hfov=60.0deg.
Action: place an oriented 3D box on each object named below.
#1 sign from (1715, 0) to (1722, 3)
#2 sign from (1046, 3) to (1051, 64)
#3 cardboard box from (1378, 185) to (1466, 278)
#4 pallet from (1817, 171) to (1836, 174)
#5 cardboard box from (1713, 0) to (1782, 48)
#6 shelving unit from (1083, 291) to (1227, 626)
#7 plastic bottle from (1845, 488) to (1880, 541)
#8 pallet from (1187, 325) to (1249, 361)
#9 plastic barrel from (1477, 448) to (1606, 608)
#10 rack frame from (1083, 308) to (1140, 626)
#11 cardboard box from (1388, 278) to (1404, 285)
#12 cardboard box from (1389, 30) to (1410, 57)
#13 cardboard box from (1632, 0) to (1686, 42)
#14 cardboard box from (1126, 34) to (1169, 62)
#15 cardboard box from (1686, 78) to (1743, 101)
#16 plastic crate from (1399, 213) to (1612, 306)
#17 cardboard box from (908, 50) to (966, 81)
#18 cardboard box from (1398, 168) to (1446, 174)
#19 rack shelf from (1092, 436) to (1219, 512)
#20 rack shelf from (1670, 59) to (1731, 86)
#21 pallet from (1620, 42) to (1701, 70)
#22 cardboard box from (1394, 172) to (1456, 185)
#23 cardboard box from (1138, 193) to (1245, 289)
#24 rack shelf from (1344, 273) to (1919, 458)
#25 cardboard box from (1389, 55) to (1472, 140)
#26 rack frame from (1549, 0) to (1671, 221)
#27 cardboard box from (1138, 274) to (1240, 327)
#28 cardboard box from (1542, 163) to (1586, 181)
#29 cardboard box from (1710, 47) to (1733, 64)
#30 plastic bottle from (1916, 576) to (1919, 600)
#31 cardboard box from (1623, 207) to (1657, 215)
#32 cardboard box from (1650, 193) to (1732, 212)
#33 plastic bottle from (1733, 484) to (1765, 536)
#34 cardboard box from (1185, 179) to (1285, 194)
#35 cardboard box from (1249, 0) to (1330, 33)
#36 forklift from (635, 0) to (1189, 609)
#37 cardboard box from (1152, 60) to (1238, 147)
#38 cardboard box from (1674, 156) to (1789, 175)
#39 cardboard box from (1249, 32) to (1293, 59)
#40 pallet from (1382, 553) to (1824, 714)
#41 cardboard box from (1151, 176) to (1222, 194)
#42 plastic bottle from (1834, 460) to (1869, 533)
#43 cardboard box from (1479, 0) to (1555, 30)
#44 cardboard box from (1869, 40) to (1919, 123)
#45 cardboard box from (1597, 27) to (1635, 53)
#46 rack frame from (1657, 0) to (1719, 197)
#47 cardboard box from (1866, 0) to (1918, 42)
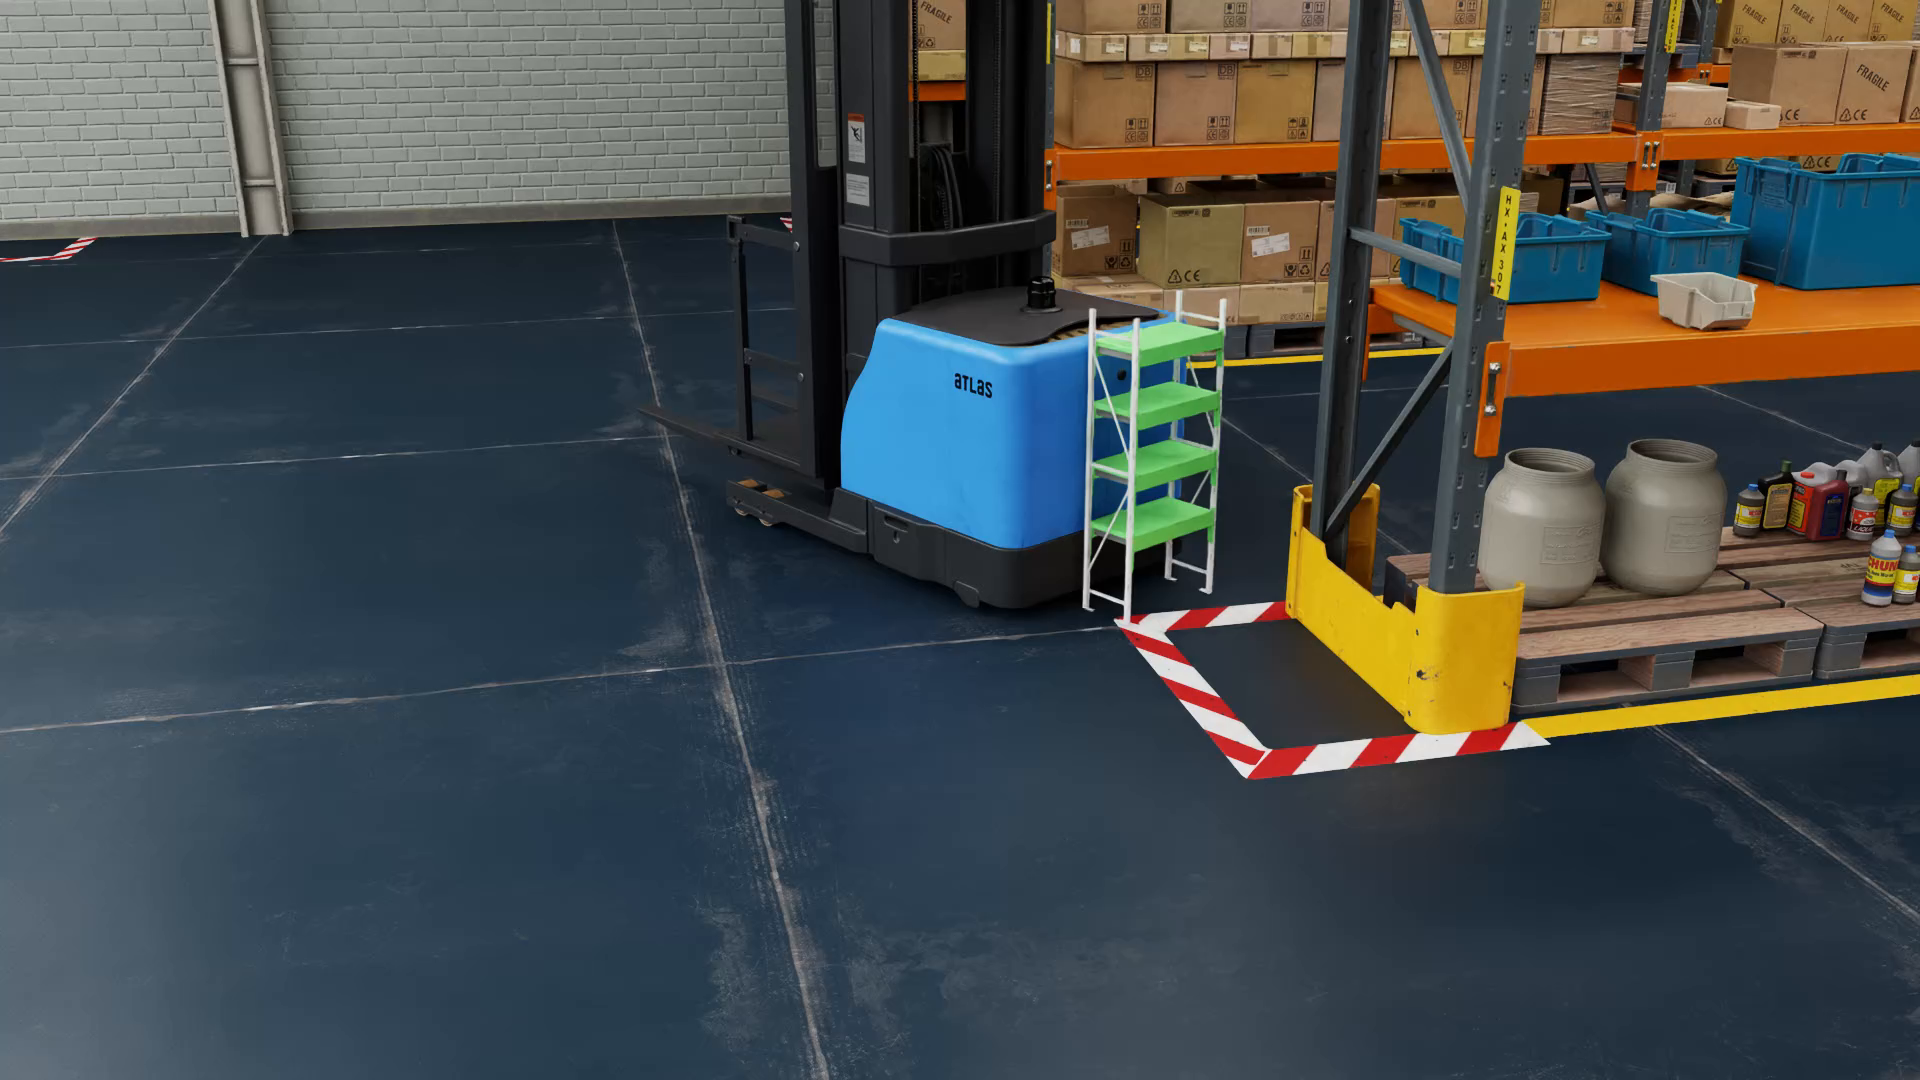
[{"bbox_3d":[7.147,-5.216,15.625,0.005,0.325,0.100,-5,21,-12],"label":"sign"},{"bbox_3d":[0.493,-2.857,9.379,0.005,0.325,0.100,-5,21,-12],"label":"sign"},{"bbox_3d":[2.887,-1.988,10.677,0.500,0.500,0.500,-5,21,-12],"label":"cardboard box"},{"bbox_3d":[8.982,-3.714,17.146,1.213,0.211,1.003,-5,21,-12],"label":"pallet"},{"bbox_3d":[7.544,-5.039,16.104,0.500,0.500,0.500,-4,21,-11],"label":"cardboard box"},{"bbox_3d":[0.750,-0.321,6.443,0.503,1.200,0.258,-17,26,-39],"label":"shelving unit"},{"bbox_3d":[3.627,-0.107,6.675,0.097,0.201,0.097,0,20,0],"label":"plastic bottle"},{"bbox_3d":[1.105,-1.365,10.733,1.213,0.211,1.003,-5,21,-12],"label":"pallet"},{"bbox_3d":[2.130,-0.048,6.091,0.421,0.512,0.421,0,20,0],"label":"plastic barrel"},{"bbox_3d":[0.569,-0.264,6.289,0.015,1.200,0.240,-17,26,-39],"label":"rack frame"},{"bbox_3d":[2.890,-1.632,10.795,0.500,0.250,0.500,-5,21,-12],"label":"cardboard box"},{"bbox_3d":[2.554,-3.052,10.198,0.250,0.149,0.380,-4,20,-11],"label":"cardboard box"},{"bbox_3d":[6.557,-5.104,16.101,0.500,0.500,0.700,-7,21,-19],"label":"cardboard box"},{"bbox_3d":[1.059,-2.932,9.869,0.250,0.149,0.380,-5,21,-14],"label":"cardboard box"},{"bbox_3d":[5.077,-2.984,11.295,0.258,0.266,0.396,-5,21,-14],"label":"cardboard box"},{"bbox_3d":[1.925,-1.011,5.930,0.616,0.251,0.499,-5,21,-12],"label":"plastic crate"},{"bbox_3d":[-0.225,-4.129,14.414,0.500,0.250,0.500,-5,21,-14],"label":"cardboard box"},{"bbox_3d":[4.324,-3.728,16.126,0.500,0.500,0.700,-5,21,-14],"label":"cardboard box"},{"bbox_3d":[0.750,-0.260,6.465,0.480,0.148,0.258,-17,26,-39],"label":"rack shelf"},{"bbox_3d":[8.959,-4.711,16.860,4.000,0.370,1.077,-5,21,-12],"label":"rack shelf"},{"bbox_3d":[6.344,-4.708,16.086,1.003,0.211,1.213,-5,21,-12],"label":"pallet"},{"bbox_3d":[3.255,-2.200,11.257,0.500,0.500,0.500,-5,21,-12],"label":"cardboard box"},{"bbox_3d":[1.430,-1.866,10.344,0.500,0.500,0.500,-5,21,-12],"label":"cardboard box"},{"bbox_3d":[3.453,-0.762,6.079,4.000,0.370,1.077,-5,21,-12],"label":"rack shelf"},{"bbox_3d":[2.832,-2.844,10.571,0.500,0.500,0.700,-4,21,-12],"label":"cardboard box"},{"bbox_3d":[4.263,-2.916,10.914,0.127,3.000,1.000,-5,21,-12],"label":"rack frame"},{"bbox_3d":[1.430,-1.514,10.475,0.500,0.250,0.500,-5,21,-12],"label":"cardboard box"},{"bbox_3d":[5.796,-3.847,16.450,0.500,0.500,0.700,-5,21,-13],"label":"cardboard box"},{"bbox_3d":[7.386,-4.731,16.204,0.250,0.149,0.380,-5,21,-13],"label":"cardboard box"},{"bbox_3d":[3.568,0.077,6.054,0.133,0.283,0.061,-4,21,-12],"label":"plastic bottle"},{"bbox_3d":[4.723,-2.035,11.080,0.500,0.311,0.500,-5,21,-12],"label":"cardboard box"},{"bbox_3d":[5.096,-2.257,11.686,0.500,0.311,0.500,-4,21,-11],"label":"cardboard box"},{"bbox_3d":[3.193,-0.126,6.726,0.097,0.201,0.097,0,20,0],"label":"plastic bottle"},{"bbox_3d":[1.794,-2.084,10.939,0.500,0.500,0.500,-5,21,-12],"label":"cardboard box"},{"bbox_3d":[1.880,-3.376,10.139,0.500,0.500,0.700,-5,21,-12],"label":"cardboard box"},{"bbox_3d":[-0.418,-1.539,7.254,1.130,2.935,3.031,-17,26,-39],"label":"forklift"},{"bbox_3d":[1.338,-2.722,10.240,0.500,0.500,0.700,-4,21,-11],"label":"cardboard box"},{"bbox_3d":[7.758,-4.093,16.641,0.750,0.750,0.750,-5,21,-13],"label":"cardboard box"},{"bbox_3d":[1.806,-2.992,10.034,0.250,0.149,0.380,-5,21,-14],"label":"cardboard box"},{"bbox_3d":[2.362,0.284,6.233,1.213,0.211,1.003,-5,21,-12],"label":"pallet"},{"bbox_3d":[2.119,-3.511,15.534,0.500,0.500,0.500,-6,21,-17],"label":"cardboard box"},{"bbox_3d":[3.580,-0.183,6.773,0.135,0.276,0.152,-5,21,-14],"label":"plastic bottle"},{"bbox_3d":[3.342,-3.495,10.462,0.500,0.500,0.700,-5,21,-13],"label":"cardboard box"},{"bbox_3d":[6.527,-3.141,11.384,0.500,0.500,0.500,-6,21,-15],"label":"cardboard box"},{"bbox_3d":[4.048,-3.174,10.531,0.250,0.149,0.380,-5,21,-13],"label":"cardboard box"},{"bbox_3d":[7.013,-4.891,16.304,0.127,3.000,1.000,-5,21,-12],"label":"rack frame"},{"bbox_3d":[9.044,-5.160,16.434,0.500,0.500,0.500,-4,21,-11],"label":"cardboard box"}]
